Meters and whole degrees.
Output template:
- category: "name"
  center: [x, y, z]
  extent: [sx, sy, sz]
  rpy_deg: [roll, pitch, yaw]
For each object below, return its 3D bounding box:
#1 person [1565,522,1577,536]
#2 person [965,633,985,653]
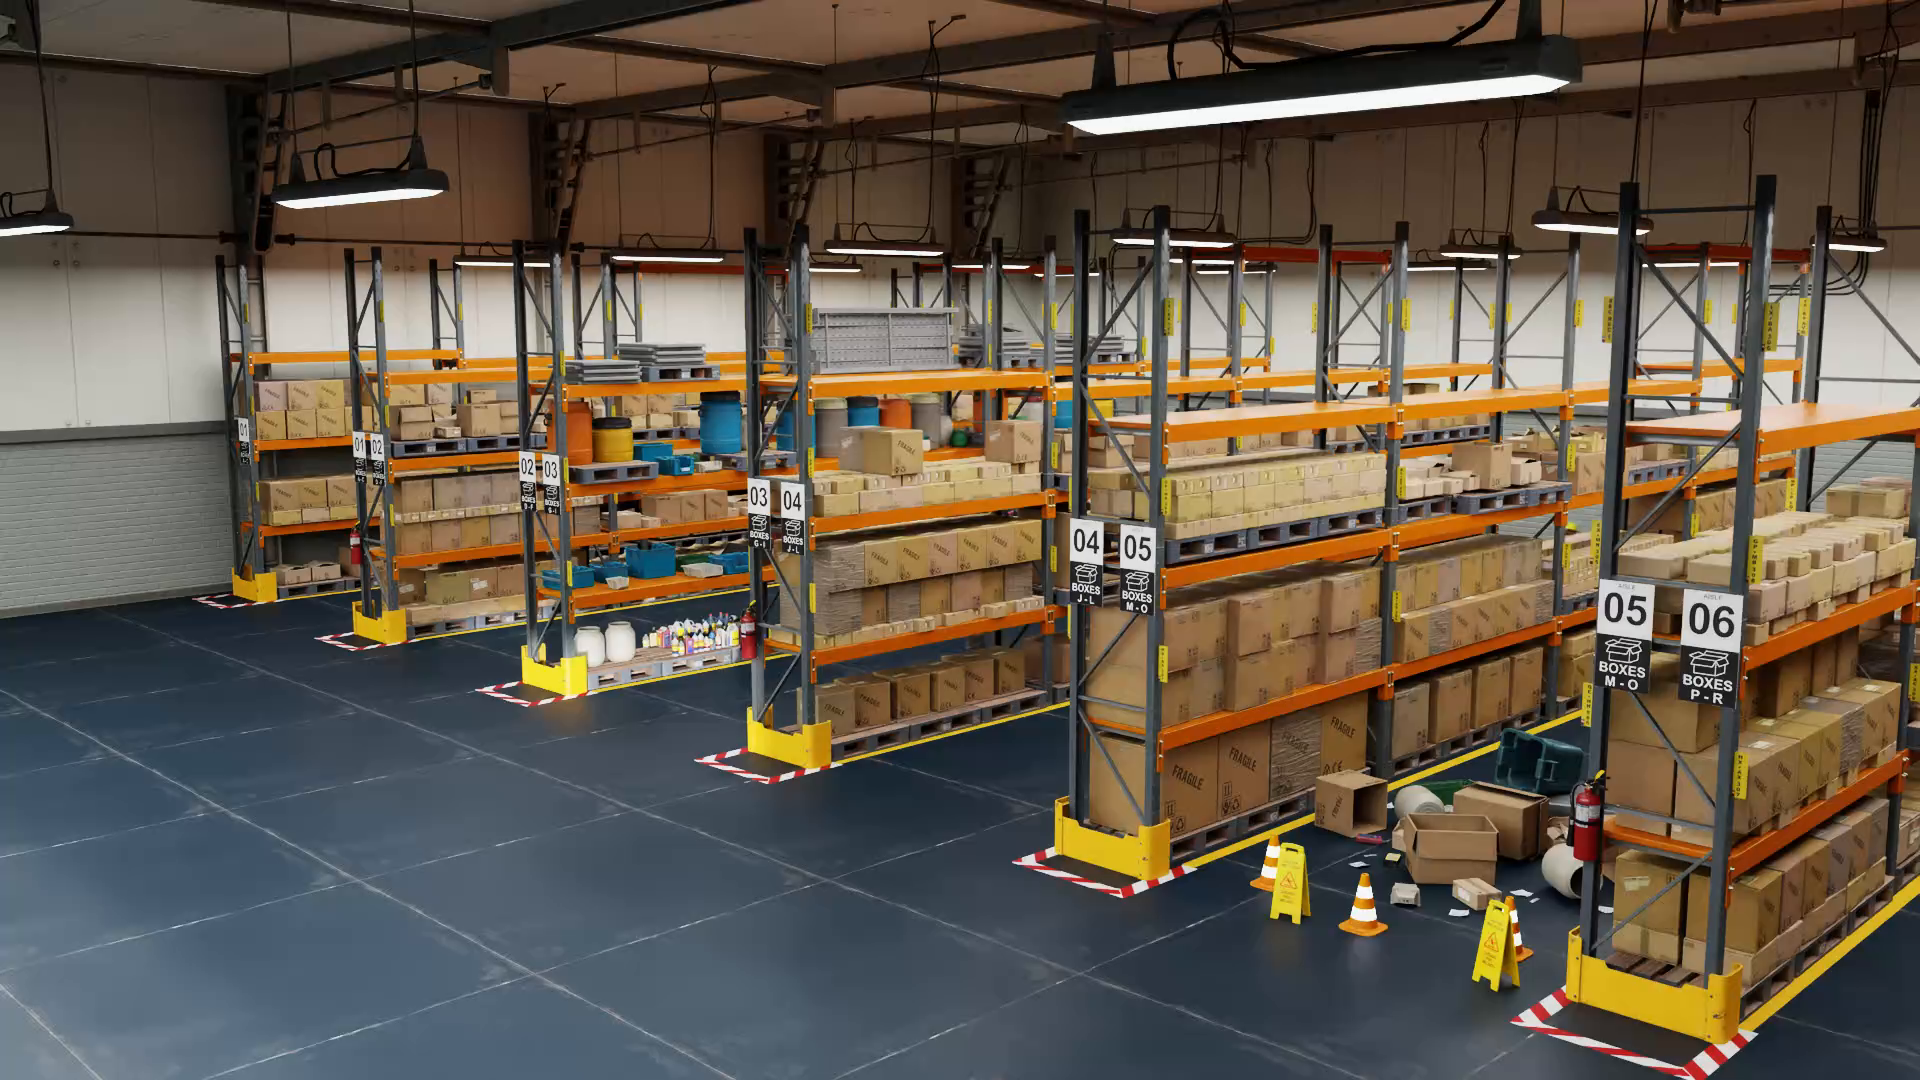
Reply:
- category: "person"
  center: [9.559, 0.619, 25.982]
  extent: [0.777, 1.823, 0.685]
  rpy_deg: [-8, 11, -43]
- category: "person"
  center: [0.115, 0.766, 23.114]
  extent: [0.635, 1.888, 0.742]
  rpy_deg: [8, 11, 44]
